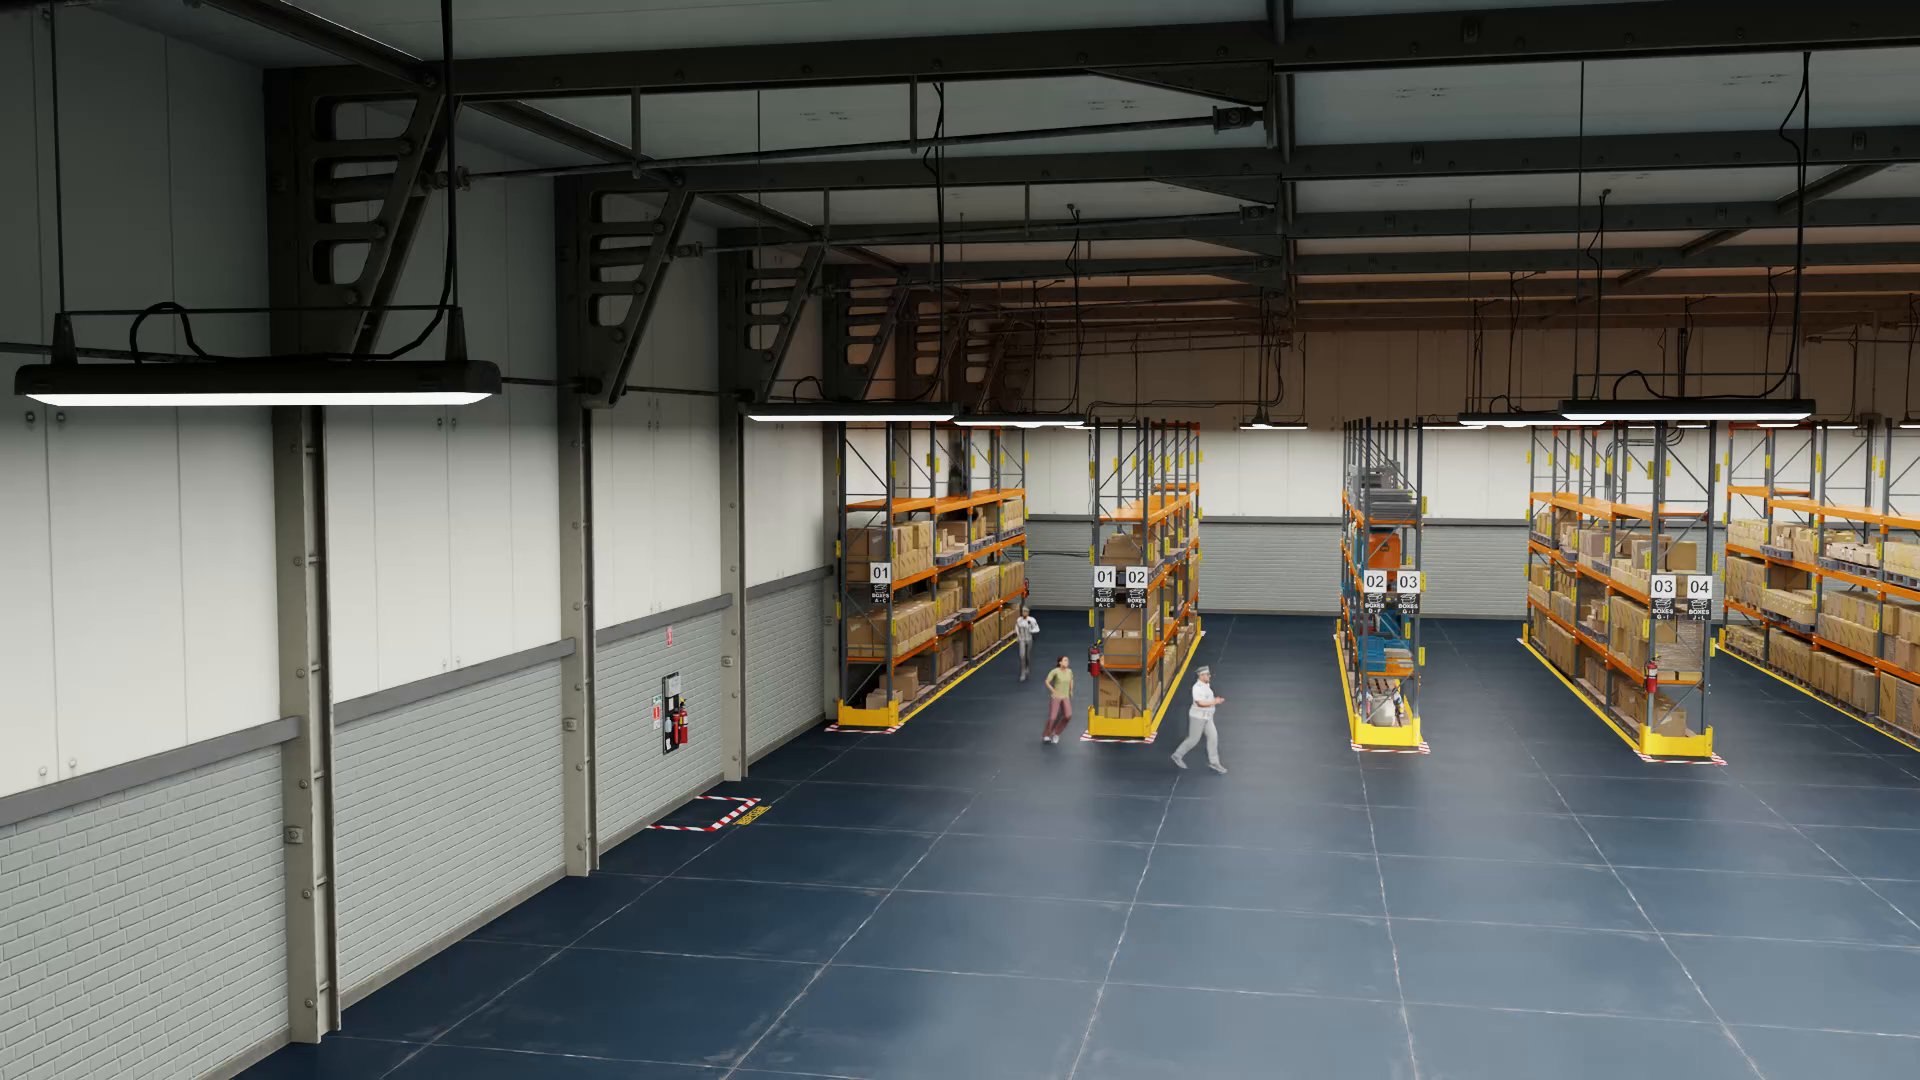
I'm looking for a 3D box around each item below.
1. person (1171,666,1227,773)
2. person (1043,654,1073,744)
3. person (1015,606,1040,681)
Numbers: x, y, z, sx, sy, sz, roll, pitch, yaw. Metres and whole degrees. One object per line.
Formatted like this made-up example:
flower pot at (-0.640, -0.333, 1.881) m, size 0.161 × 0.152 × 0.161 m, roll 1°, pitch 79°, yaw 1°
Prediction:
person at (4.035, 2.998, 27.972) m, size 0.959 × 1.795 × 0.650 m, roll 2°, pitch 4°, yaw 28°
person at (1.870, 2.927, 30.609) m, size 0.637 × 1.625 × 0.606 m, roll -1°, pitch 4°, yaw -22°
person at (1.557, 2.370, 38.647) m, size 0.596 × 1.722 × 0.849 m, roll 1°, pitch 4°, yaw 9°
